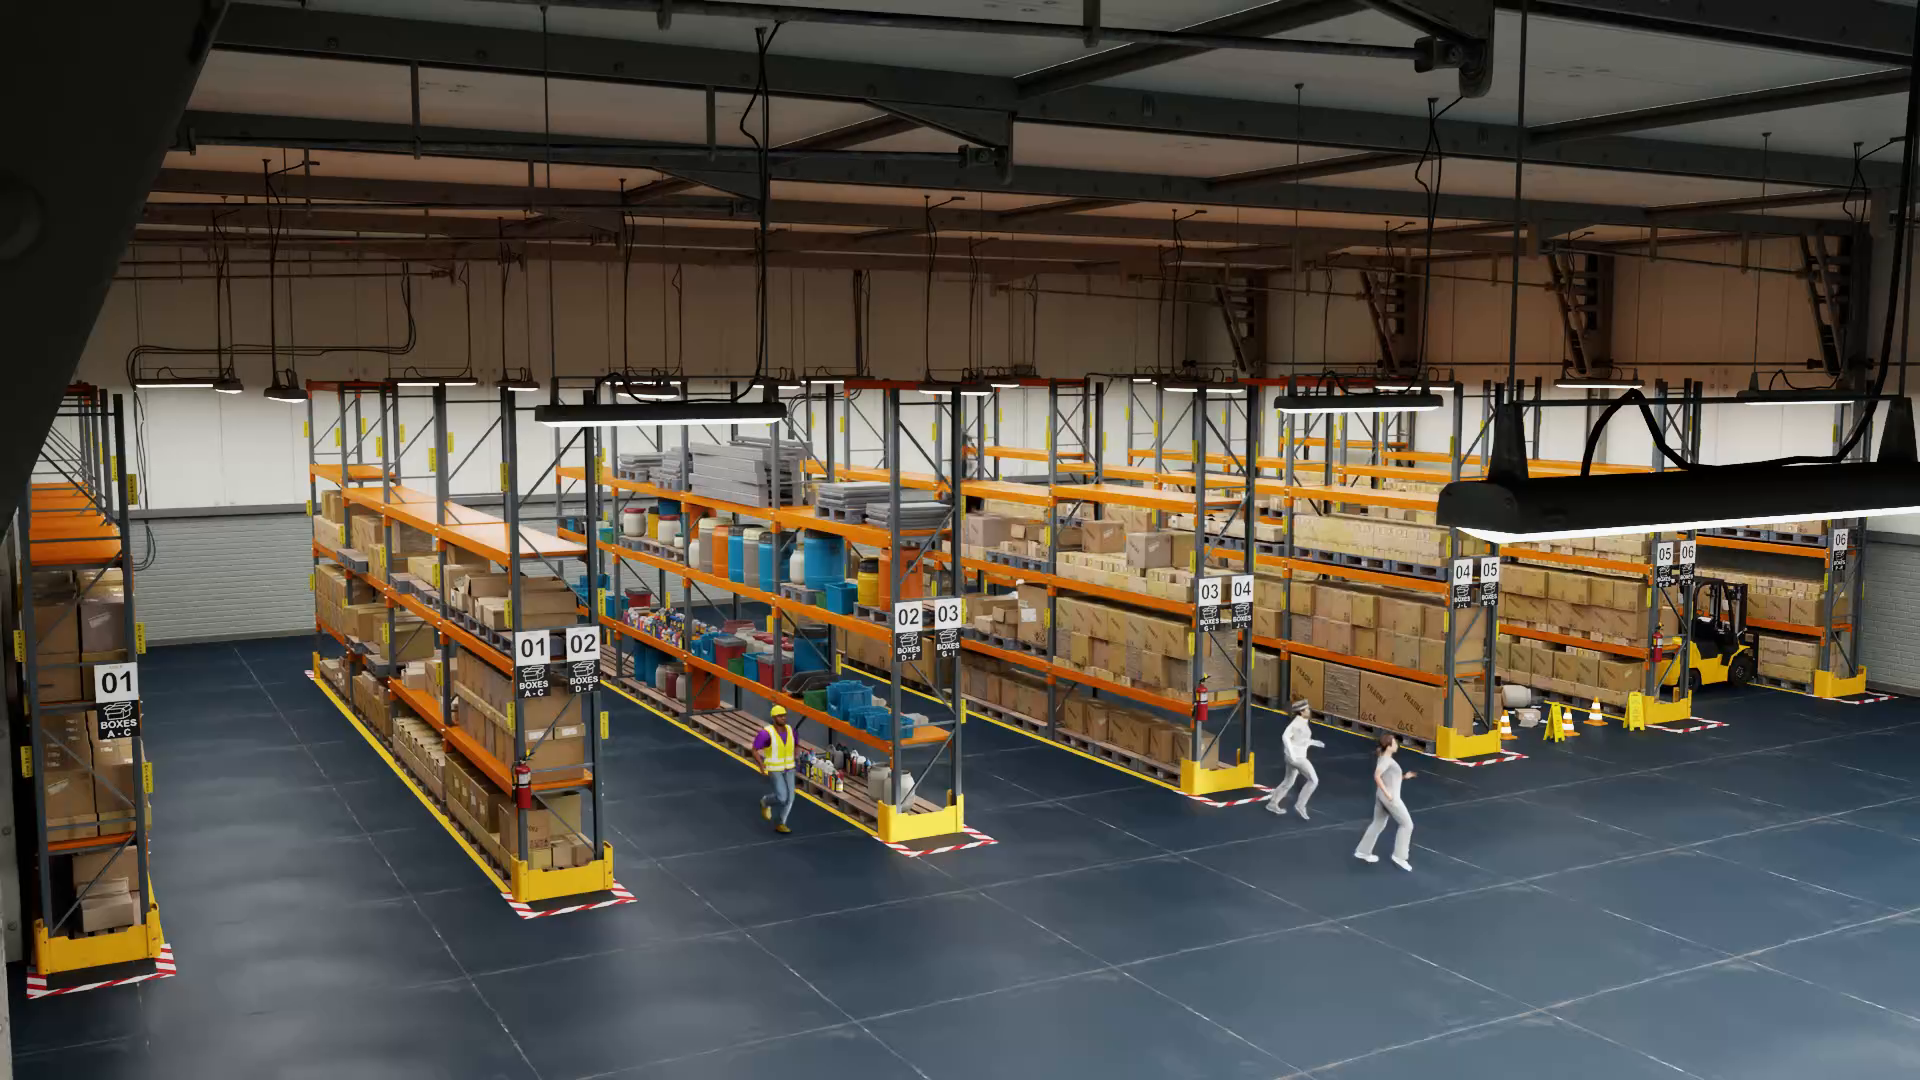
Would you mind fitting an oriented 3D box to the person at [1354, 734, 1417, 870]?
[{"bbox_3d":[5.346,3.285,20.839,0.754,1.724,0.533,0,6,-3],"label":"person"}]

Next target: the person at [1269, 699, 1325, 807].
[{"bbox_3d":[4.697,2.974,23.168,0.768,1.542,0.535,1,6,6],"label":"person"}]

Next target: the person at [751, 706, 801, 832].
[{"bbox_3d":[-2.442,3.088,22.501,0.701,1.716,0.587,-5,8,-37],"label":"person"}]

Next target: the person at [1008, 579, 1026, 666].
[{"bbox_3d":[1.305,1.726,35.019,0.656,1.824,0.744,-5,8,-40],"label":"person"}]
